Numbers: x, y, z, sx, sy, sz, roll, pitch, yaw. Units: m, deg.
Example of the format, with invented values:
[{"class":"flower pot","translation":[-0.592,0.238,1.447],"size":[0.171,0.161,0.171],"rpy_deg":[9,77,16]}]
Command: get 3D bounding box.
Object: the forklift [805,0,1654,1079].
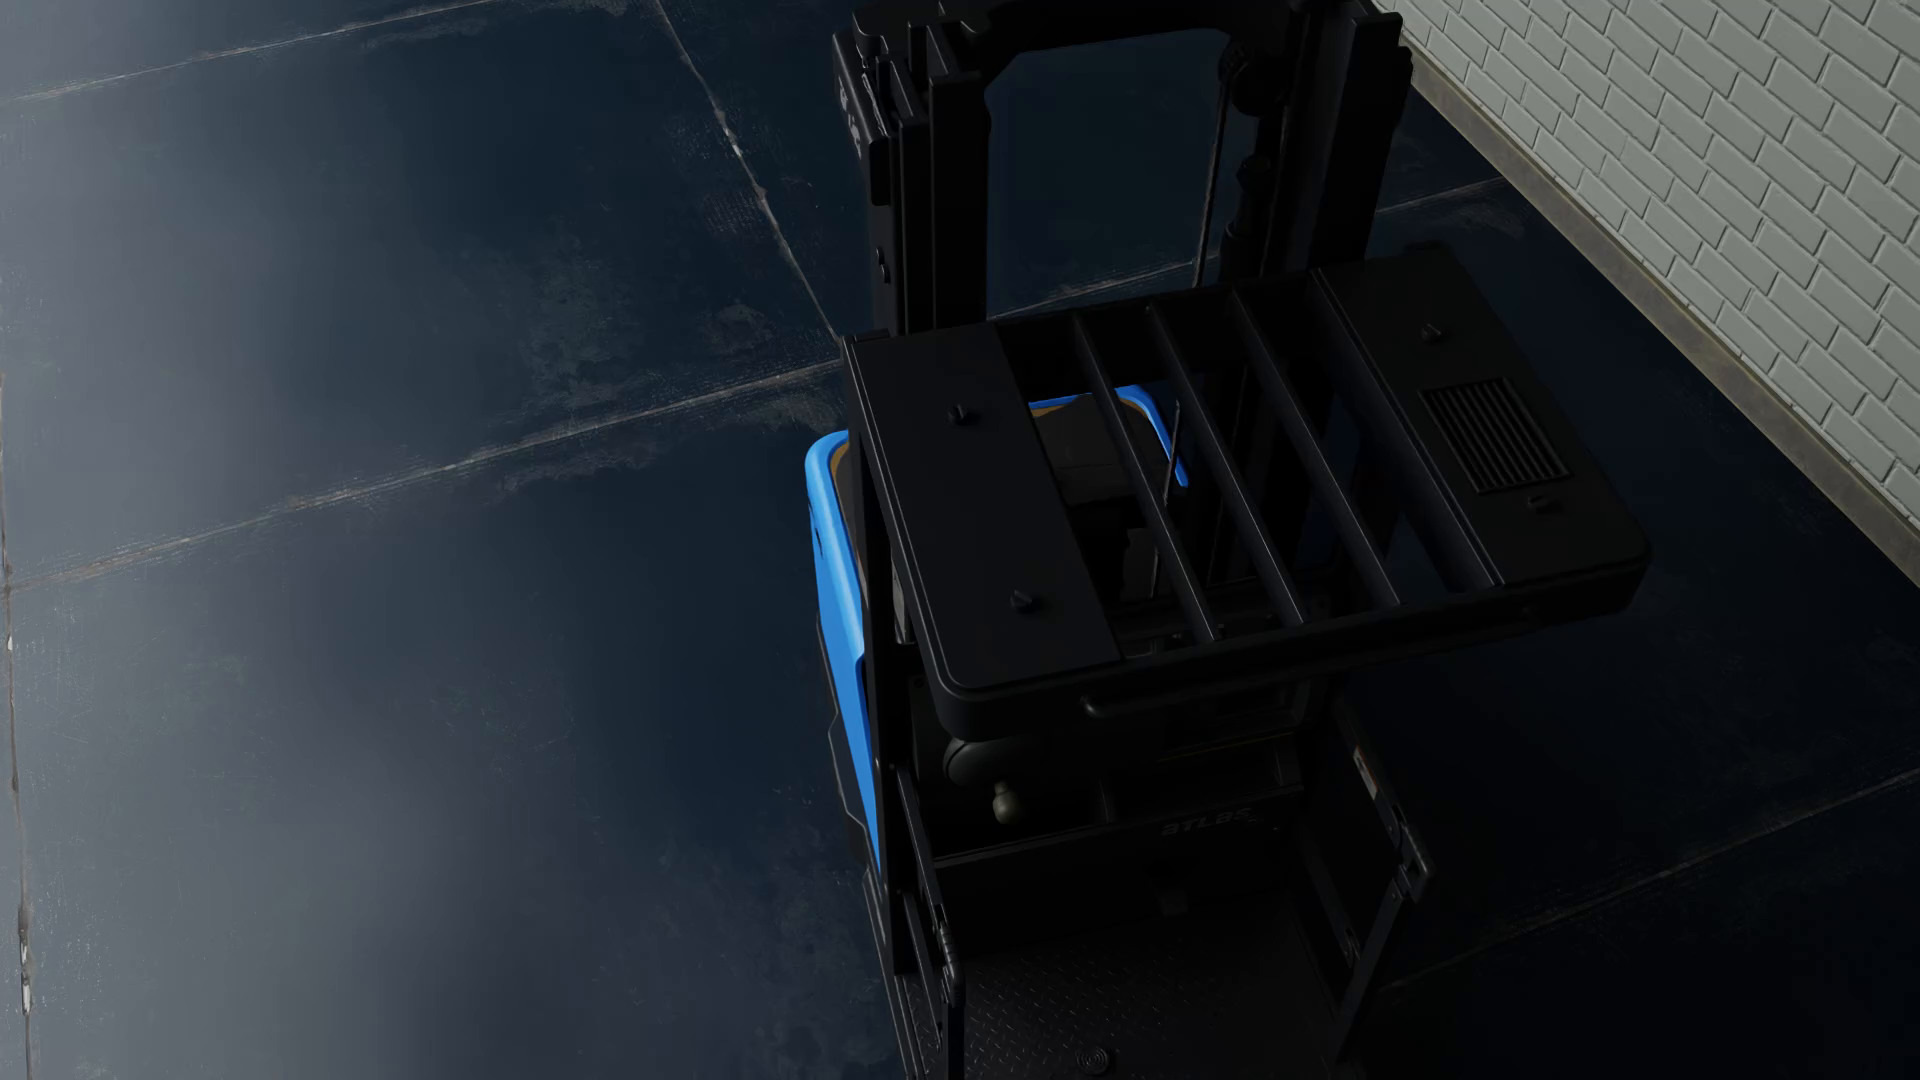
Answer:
[{"class":"forklift","translation":[0.402,0.458,3.424],"size":[1.130,2.935,3.031],"rpy_deg":[-10,50,-9]}]
